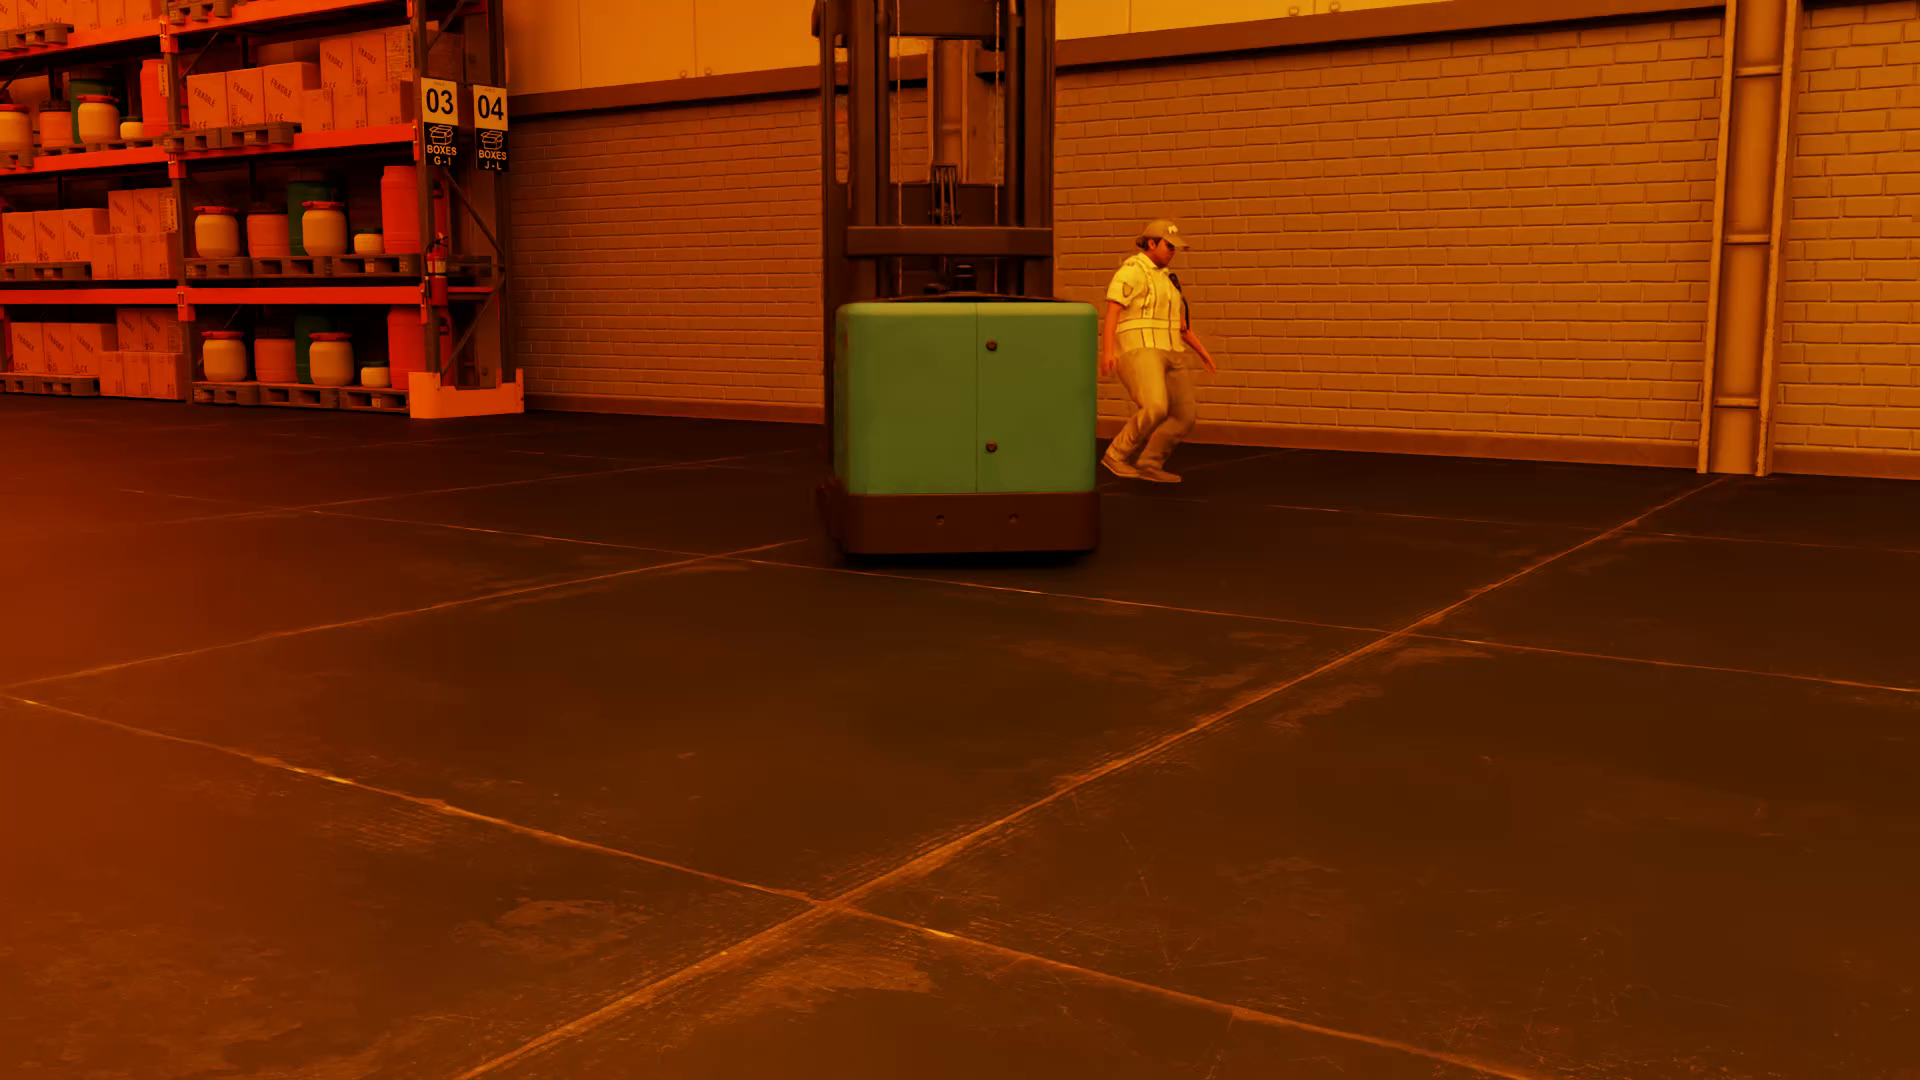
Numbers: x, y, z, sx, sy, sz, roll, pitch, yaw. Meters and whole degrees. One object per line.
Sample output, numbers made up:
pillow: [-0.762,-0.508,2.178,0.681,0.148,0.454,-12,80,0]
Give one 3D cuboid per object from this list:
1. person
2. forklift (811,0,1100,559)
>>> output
person: [1.131,-1.078,9.721,0.588,1.570,0.864,8,11,43]
forklift: [-0.138,-1.541,8.026,1.130,2.935,3.031,-1,8,-8]
